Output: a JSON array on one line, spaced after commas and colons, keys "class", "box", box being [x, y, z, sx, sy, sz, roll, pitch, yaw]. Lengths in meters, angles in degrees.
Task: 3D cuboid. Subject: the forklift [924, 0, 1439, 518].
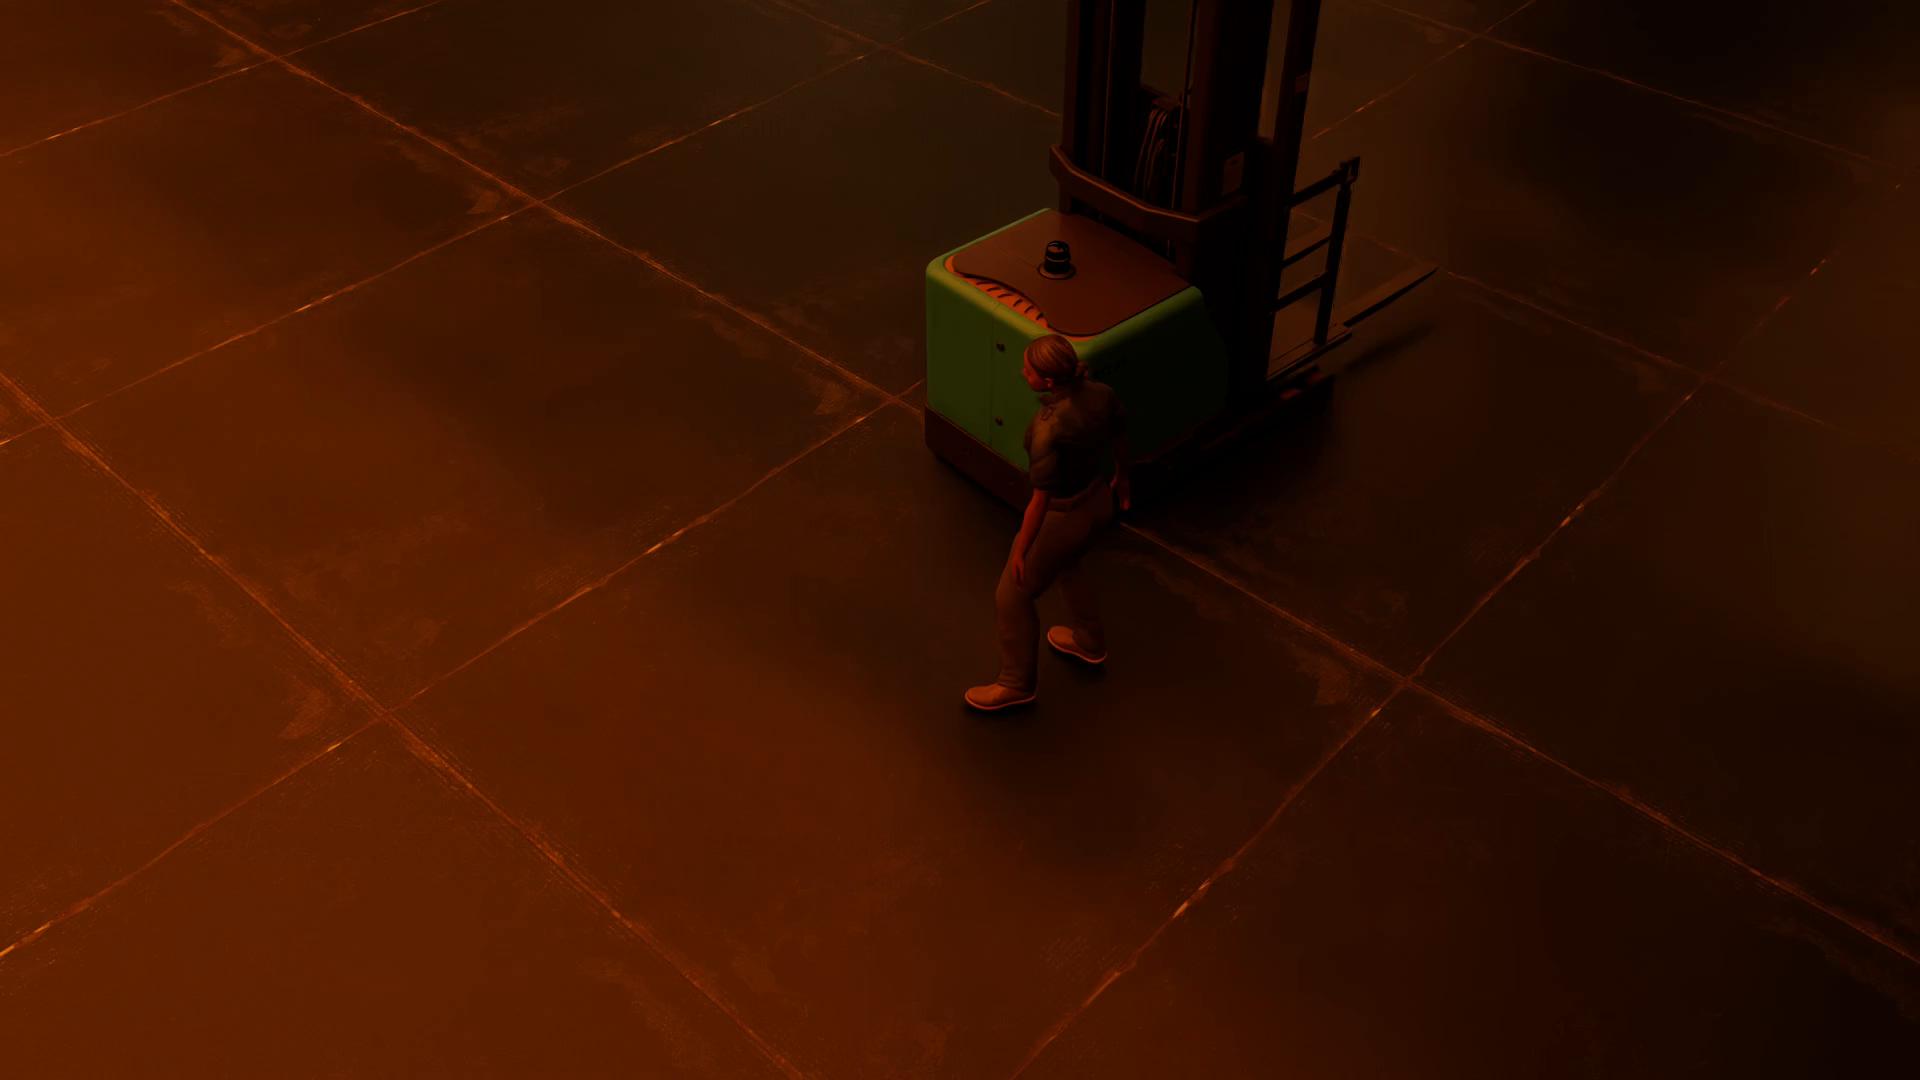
[{"class": "forklift", "box": [1.264, -1.952, 7.704, 3.031, 2.935, 1.130, -30, 49, -30]}]

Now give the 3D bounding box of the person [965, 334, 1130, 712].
[{"class": "person", "box": [0.383, -0.080, 6.491, 0.358, 1.628, 0.790, 27, 47, 28]}]
